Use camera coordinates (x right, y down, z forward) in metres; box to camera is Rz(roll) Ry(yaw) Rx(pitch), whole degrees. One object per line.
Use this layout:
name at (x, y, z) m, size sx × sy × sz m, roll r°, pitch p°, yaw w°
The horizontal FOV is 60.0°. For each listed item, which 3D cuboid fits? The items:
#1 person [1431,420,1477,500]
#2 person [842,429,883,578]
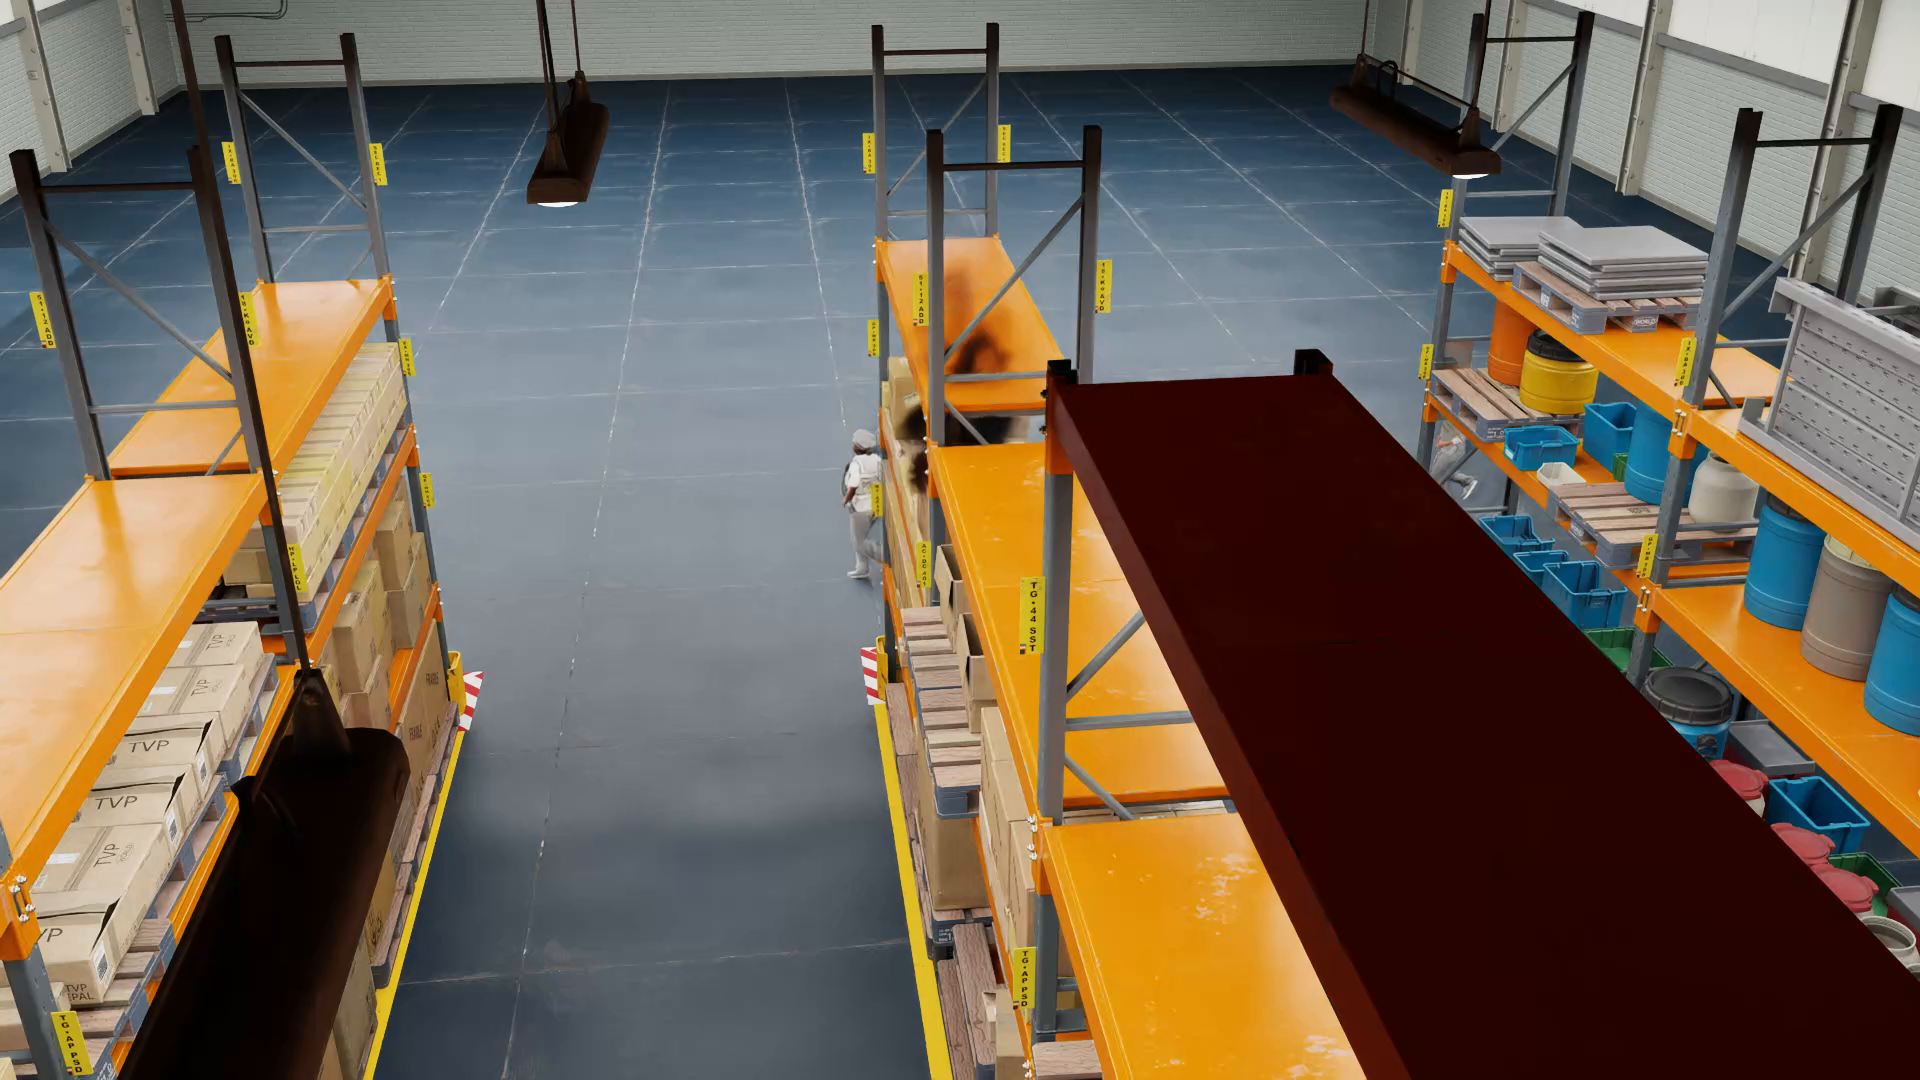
person at (5.633, -1.004, 18.848) m, size 0.549 × 1.539 × 0.537 m, roll 5°, pitch 26°, yaw 11°
person at (-0.924, -0.296, 17.204) m, size 0.716 × 1.714 × 0.579 m, roll 19°, pitch 31°, yaw 34°
